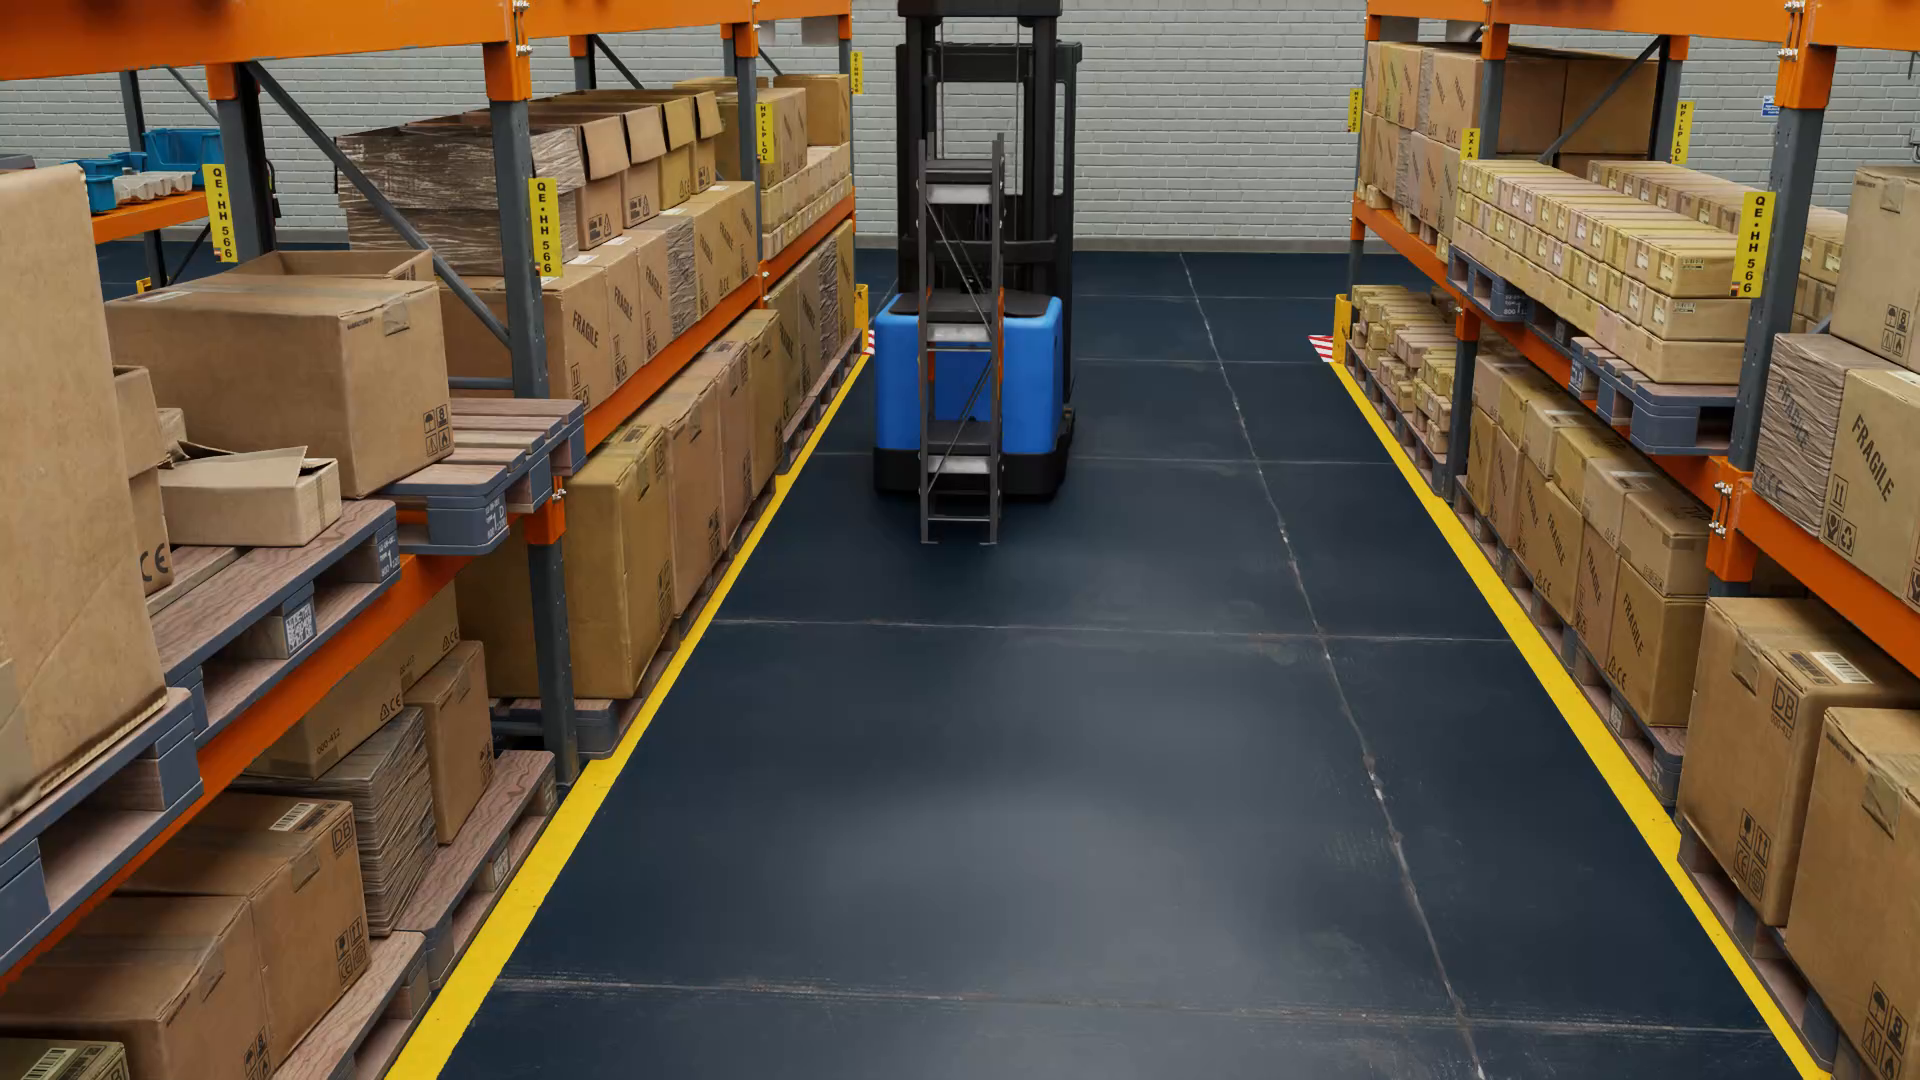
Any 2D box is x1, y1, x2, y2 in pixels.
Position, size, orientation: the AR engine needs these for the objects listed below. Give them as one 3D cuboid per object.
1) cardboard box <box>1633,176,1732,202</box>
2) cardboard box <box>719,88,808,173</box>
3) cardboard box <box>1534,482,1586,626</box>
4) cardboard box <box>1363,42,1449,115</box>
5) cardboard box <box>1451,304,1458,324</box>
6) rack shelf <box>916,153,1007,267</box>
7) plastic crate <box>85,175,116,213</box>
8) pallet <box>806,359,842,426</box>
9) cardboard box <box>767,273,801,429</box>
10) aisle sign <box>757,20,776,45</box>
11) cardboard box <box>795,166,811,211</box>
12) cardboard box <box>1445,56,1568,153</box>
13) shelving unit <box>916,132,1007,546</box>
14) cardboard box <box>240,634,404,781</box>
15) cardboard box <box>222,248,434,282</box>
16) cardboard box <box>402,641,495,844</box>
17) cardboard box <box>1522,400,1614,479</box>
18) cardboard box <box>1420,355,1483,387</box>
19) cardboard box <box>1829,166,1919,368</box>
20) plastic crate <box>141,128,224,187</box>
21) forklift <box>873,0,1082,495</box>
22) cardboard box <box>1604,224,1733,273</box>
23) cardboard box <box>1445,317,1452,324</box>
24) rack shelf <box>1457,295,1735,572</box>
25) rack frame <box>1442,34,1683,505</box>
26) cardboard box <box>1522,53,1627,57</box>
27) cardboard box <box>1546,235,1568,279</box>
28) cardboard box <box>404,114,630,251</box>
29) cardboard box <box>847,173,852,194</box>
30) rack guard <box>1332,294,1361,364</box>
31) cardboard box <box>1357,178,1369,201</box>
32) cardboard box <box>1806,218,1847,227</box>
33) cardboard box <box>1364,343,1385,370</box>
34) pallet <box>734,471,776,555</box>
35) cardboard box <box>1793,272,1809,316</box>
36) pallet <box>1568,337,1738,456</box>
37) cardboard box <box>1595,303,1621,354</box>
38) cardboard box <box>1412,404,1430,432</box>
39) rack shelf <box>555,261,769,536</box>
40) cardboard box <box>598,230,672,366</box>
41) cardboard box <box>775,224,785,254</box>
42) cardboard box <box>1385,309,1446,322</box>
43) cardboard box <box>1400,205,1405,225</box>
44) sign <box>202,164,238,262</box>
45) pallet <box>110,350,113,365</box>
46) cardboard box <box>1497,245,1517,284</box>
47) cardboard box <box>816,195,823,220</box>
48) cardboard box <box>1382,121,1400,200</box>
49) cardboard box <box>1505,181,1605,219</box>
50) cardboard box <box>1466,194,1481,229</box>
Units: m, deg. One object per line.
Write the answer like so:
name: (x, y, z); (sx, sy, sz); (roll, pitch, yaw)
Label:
cardboard box: (3.407, -1.627, 7.845); (0.380, 0.149, 0.250); (1, 18, 4)
cardboard box: (-1.276, -2.664, 10.796); (0.500, 0.500, 0.500); (1, 18, 2)
cardboard box: (2.861, 0.056, 7.274); (0.500, 0.500, 0.500); (0, 18, 1)
cardboard box: (3.289, -3.411, 12.272); (0.500, 0.500, 0.500); (1, 18, 4)
cardboard box: (3.751, -1.599, 11.935); (0.380, 0.149, 0.250); (1, 18, 2)
rack shelf: (0.012, -1.701, 8.539); (0.431, 0.518, 0.480); (1, 18, 4)
plastic crate: (-6.186, -2.439, 11.721); (0.416, 0.233, 0.300); (1, 18, 4)
pallet: (-1.424, -1.070, 11.849); (1.003, 0.211, 1.213); (1, 18, 4)
cardboard box: (-1.514, -1.174, 10.425); (0.875, 0.875, 0.875); (1, 18, 4)
aisle sign: (-1.648, -4.287, 13.015); (0.394, 0.787, 0.004); (1, 18, 4)
cardboard box: (-1.274, -2.306, 10.907); (0.500, 0.250, 0.500); (2, 18, 5)
cardboard box: (3.063, -2.454, 9.352); (0.500, 0.500, 0.500); (1, 18, 2)
shelving unit: (0.012, -1.049, 8.753); (0.431, 2.100, 0.503); (1, 18, 4)
cardboard box: (-1.974, 0.458, 4.812); (0.500, 0.250, 0.500); (3, 18, 10)
cardboard box: (-1.927, -0.617, 5.153); (0.500, 0.500, 0.500); (-1, 18, -3)
cardboard box: (-1.956, 0.649, 5.433); (0.700, 0.500, 0.500); (0, 18, 1)
cardboard box: (2.906, -0.459, 7.643); (0.500, 0.250, 0.500); (2, 18, 6)
cardboard box: (3.054, -1.040, 10.228); (0.380, 0.149, 0.250); (1, 18, 3)
cardboard box: (2.970, -0.780, 4.719); (0.700, 0.500, 0.500); (1, 18, 4)
plastic crate: (-6.132, -3.071, 13.323); (0.616, 0.435, 0.499); (1, 18, 4)
forklift: (0.186, -2.064, 10.516); (1.130, 2.935, 3.031); (2, 18, 6)
cardboard box: (2.629, -1.081, 6.178); (0.380, 0.149, 0.250); (2, 18, 6)
cardboard box: (3.760, -1.617, 12.466); (0.380, 0.149, 0.250); (1, 18, 3)
rack shelf: (3.155, -0.675, 7.322); (1.077, 0.370, 4.000); (1, 18, 4)
rack frame: (3.299, -1.638, 9.106); (1.000, 3.000, 0.127); (1, 18, 4)
cardboard box: (3.596, -2.598, 9.792); (0.500, 0.500, 0.500); (1, 18, 2)
cardboard box: (2.684, -1.182, 6.964); (0.380, 0.149, 0.250); (2, 18, 5)
cardboard box: (-1.810, -1.491, 6.886); (0.797, 0.503, 0.637); (2, 18, 5)
cardboard box: (-1.052, -2.786, 13.010); (0.380, 0.149, 0.250); (2, 18, 5)
rack guard: (3.580, -1.669, 13.215); (1.175, 0.500, 0.348); (1, 18, 4)
cardboard box: (3.235, -2.668, 12.652); (0.380, 0.149, 0.250); (1, 18, 3)
cardboard box: (3.297, -1.140, 6.359); (0.380, 0.149, 0.250); (1, 18, 2)
cardboard box: (3.153, -1.333, 12.077); (0.380, 0.149, 0.250); (2, 18, 5)
pallet: (-1.621, -0.214, 9.237); (1.003, 0.211, 1.213); (1, 18, 4)
cardboard box: (3.280, -0.931, 6.197); (0.380, 0.149, 0.250); (1, 18, 2)
pallet: (2.957, -0.529, 6.027); (1.213, 0.211, 1.003); (1, 18, 4)
cardboard box: (2.627, -0.797, 6.266); (0.380, 0.149, 0.250); (2, 18, 5)
cardboard box: (3.044, -0.775, 10.375); (0.380, 0.149, 0.250); (1, 18, 2)
rack shelf: (-1.785, -0.818, 7.756); (1.077, 0.370, 4.000); (1, 18, 4)
cardboard box: (-1.554, -1.050, 7.150); (0.500, 0.500, 0.500); (1, 18, 3)
cardboard box: (-1.269, -1.827, 10.085); (0.380, 0.149, 0.250); (1, 18, 2)
cardboard box: (3.199, -1.525, 11.707); (0.380, 0.149, 0.250); (2, 18, 6)
cardboard box: (3.174, -2.182, 11.170); (0.380, 0.149, 0.250); (2, 18, 6)
sign: (-2.482, -1.100, 5.603); (0.100, 0.325, 0.005); (1, 18, 4)
pallet: (-6.483, -1.175, 12.170); (1.003, 0.211, 1.213); (1, 18, 4)
cardboard box: (2.739, -1.286, 7.759); (0.380, 0.149, 0.250); (0, 18, 1)
cardboard box: (-1.161, -2.311, 11.561); (0.380, 0.149, 0.250); (2, 18, 5)
cardboard box: (3.217, -2.618, 11.456); (0.500, 0.500, 0.500); (2, 18, 5)
cardboard box: (2.739, -1.566, 7.658); (0.380, 0.149, 0.250); (1, 18, 3)
cardboard box: (2.795, -1.667, 8.446); (0.380, 0.149, 0.250); (1, 18, 3)
